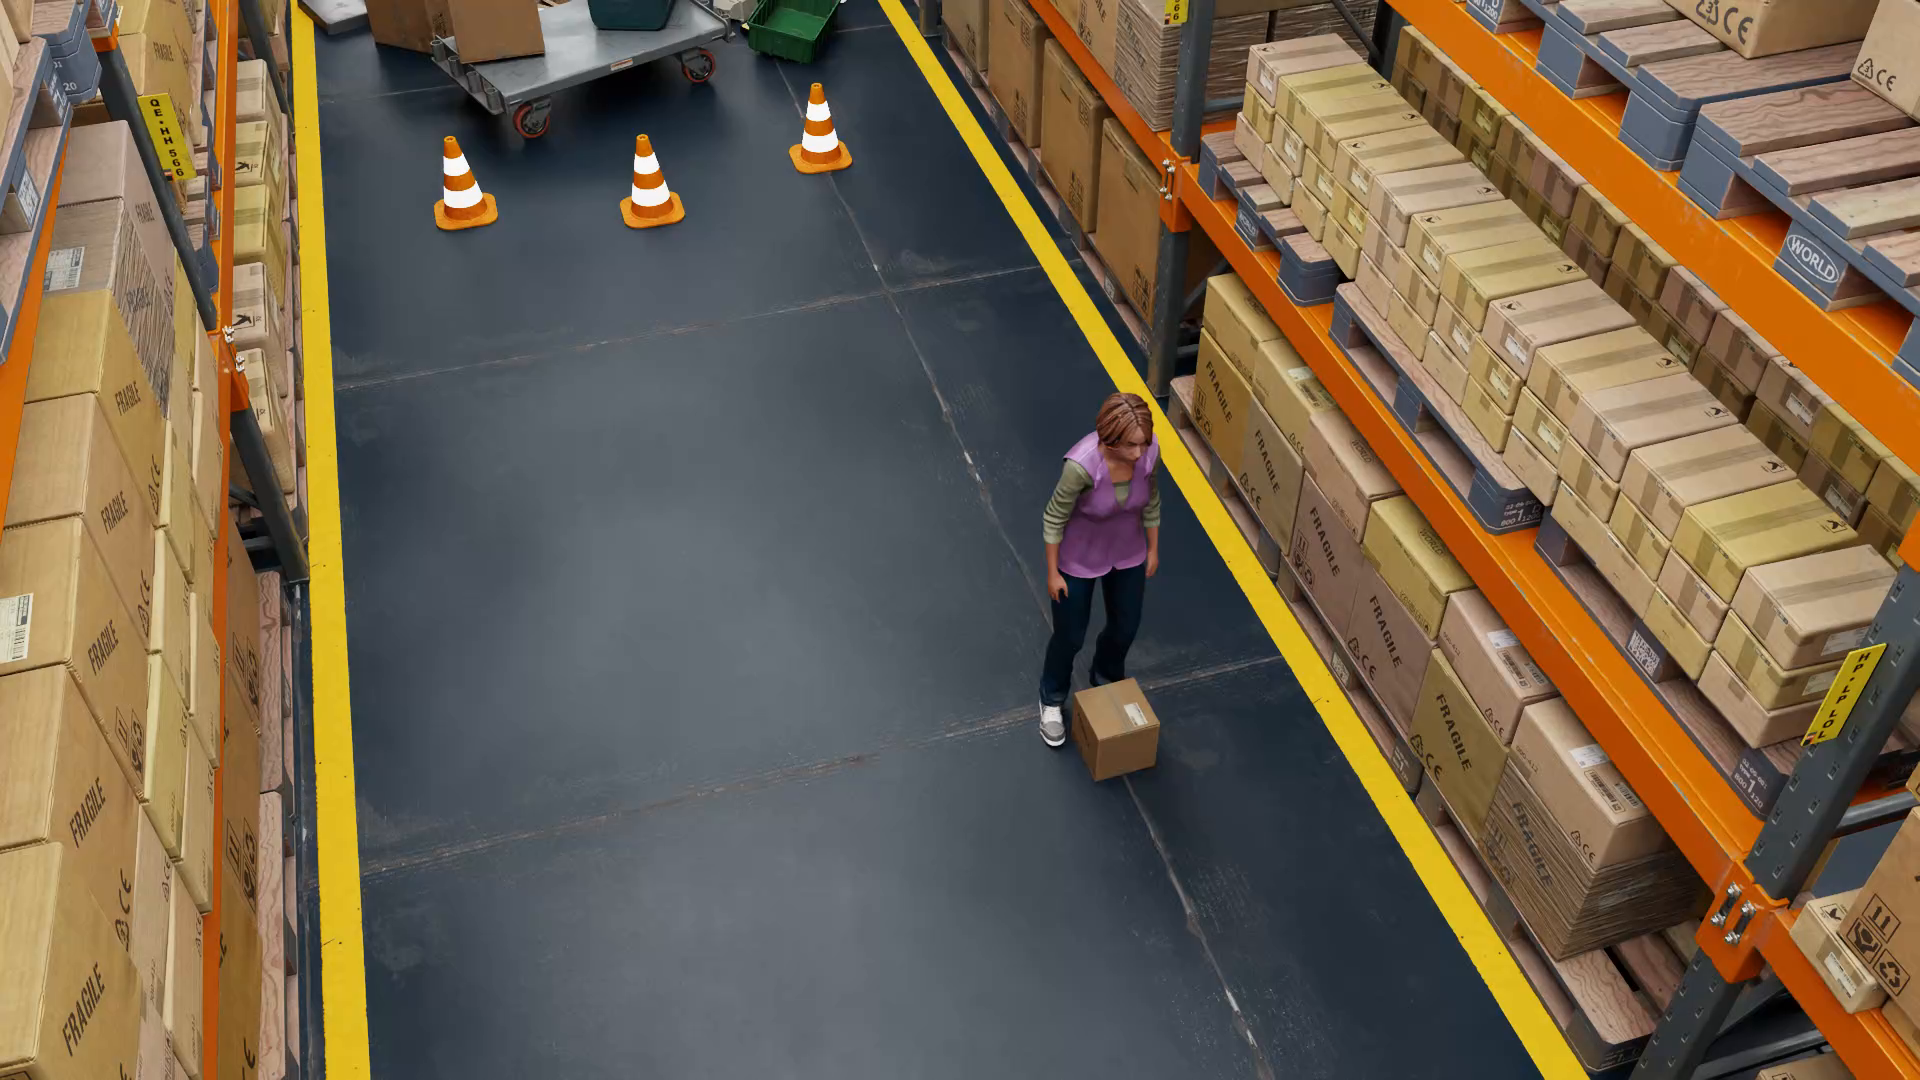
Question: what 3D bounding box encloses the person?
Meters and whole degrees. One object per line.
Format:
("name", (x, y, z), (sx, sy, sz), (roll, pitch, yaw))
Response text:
("person", (0.519, 0.092, 6.071), (0.477, 1.592, 0.377), (-14, 45, -15))
